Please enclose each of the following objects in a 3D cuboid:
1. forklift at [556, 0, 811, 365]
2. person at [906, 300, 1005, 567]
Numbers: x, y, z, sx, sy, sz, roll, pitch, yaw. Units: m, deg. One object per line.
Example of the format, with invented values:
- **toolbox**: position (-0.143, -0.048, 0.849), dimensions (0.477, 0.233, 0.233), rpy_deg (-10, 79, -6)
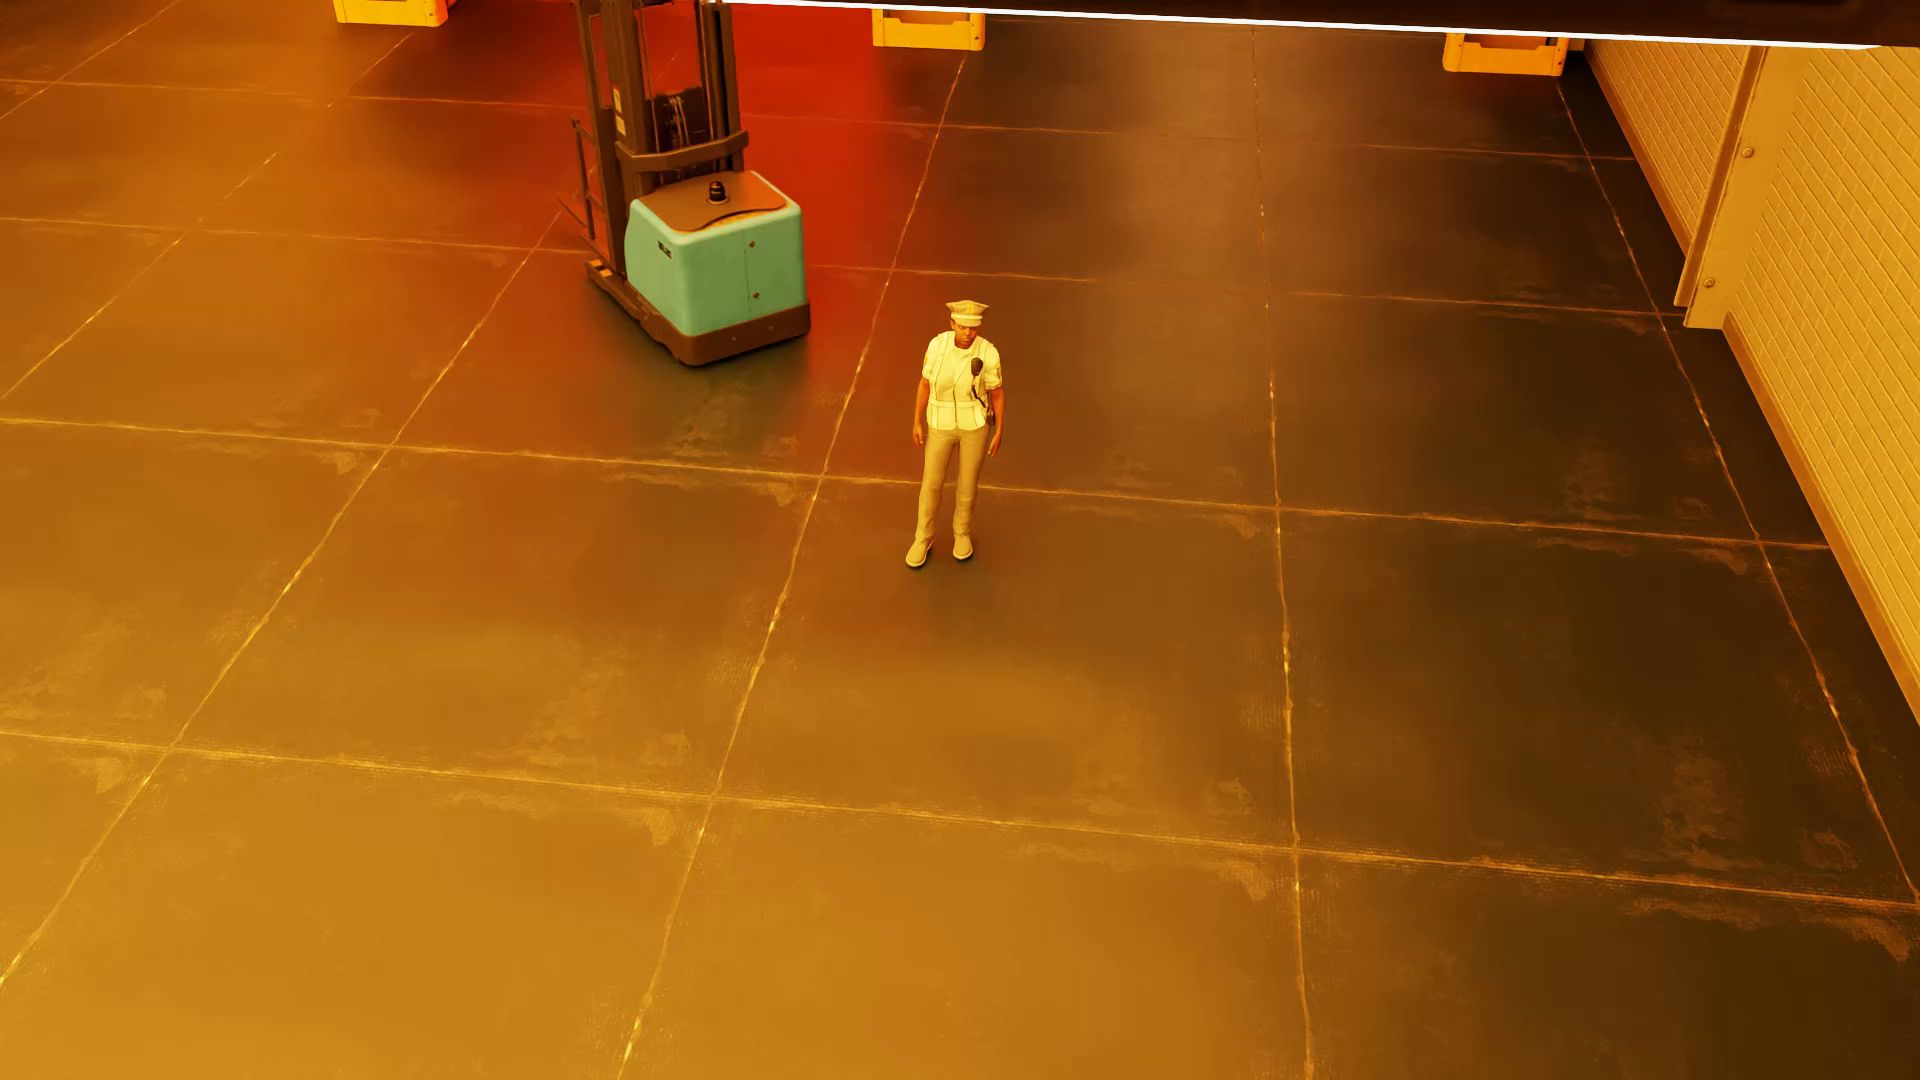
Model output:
- **forklift**: position (-2.339, -3.292, 12.495), dimensions (1.130, 2.935, 3.031), rpy_deg (-21, 41, -26)
- **person**: position (-0.029, -0.645, 9.935), dimensions (0.569, 1.695, 0.530), rpy_deg (4, 37, 6)
